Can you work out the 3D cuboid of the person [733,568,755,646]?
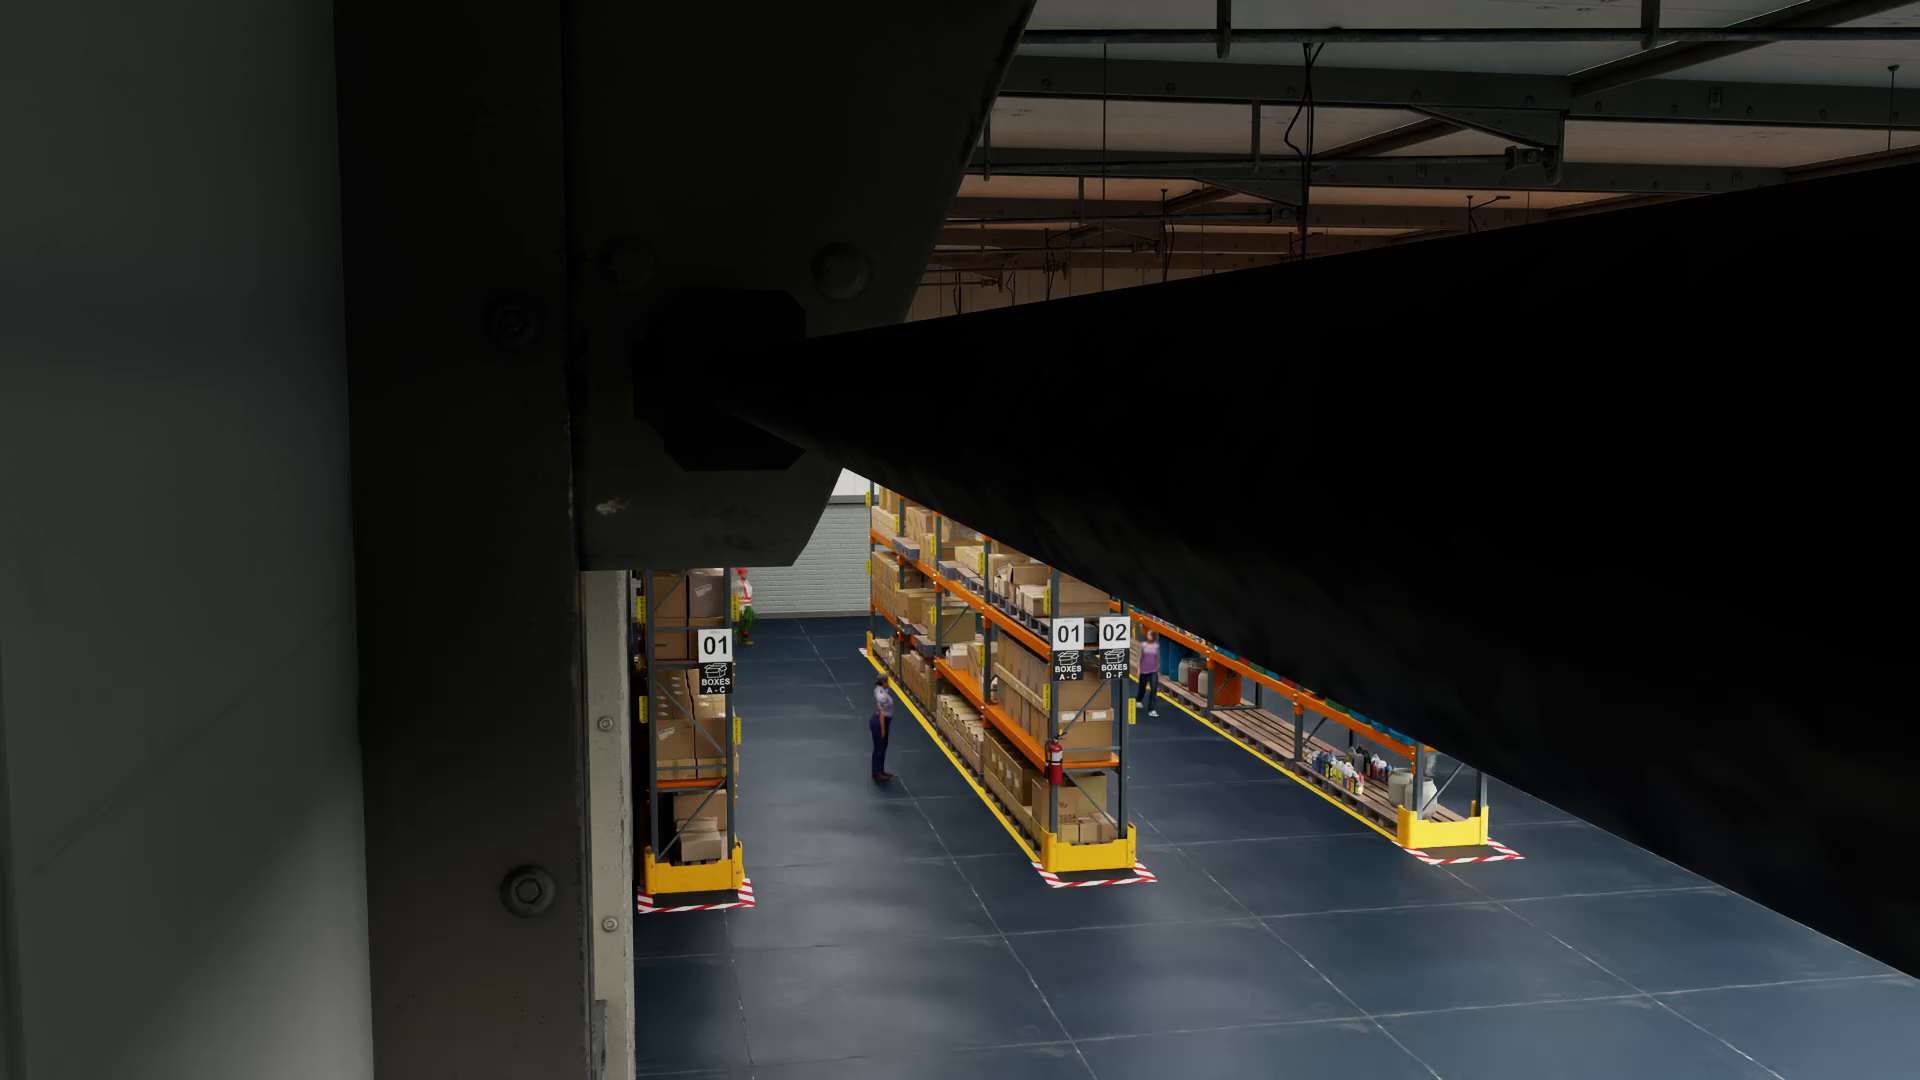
[{"bbox_3d":[-4.901,1.501,37.633,0.523,1.774,0.553,0,6,-5],"label":"person"}]

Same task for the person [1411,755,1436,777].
[{"bbox_3d":[7.219,2.796,25.982,0.454,1.677,0.620,-4,7,-36],"label":"person"}]

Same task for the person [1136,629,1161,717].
[{"bbox_3d":[3.416,2.396,30.268,0.485,1.548,0.823,-1,6,-10],"label":"person"}]

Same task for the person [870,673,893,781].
[{"bbox_3d":[-1.203,2.851,25.480,0.362,1.657,0.495,-1,6,-5],"label":"person"}]
